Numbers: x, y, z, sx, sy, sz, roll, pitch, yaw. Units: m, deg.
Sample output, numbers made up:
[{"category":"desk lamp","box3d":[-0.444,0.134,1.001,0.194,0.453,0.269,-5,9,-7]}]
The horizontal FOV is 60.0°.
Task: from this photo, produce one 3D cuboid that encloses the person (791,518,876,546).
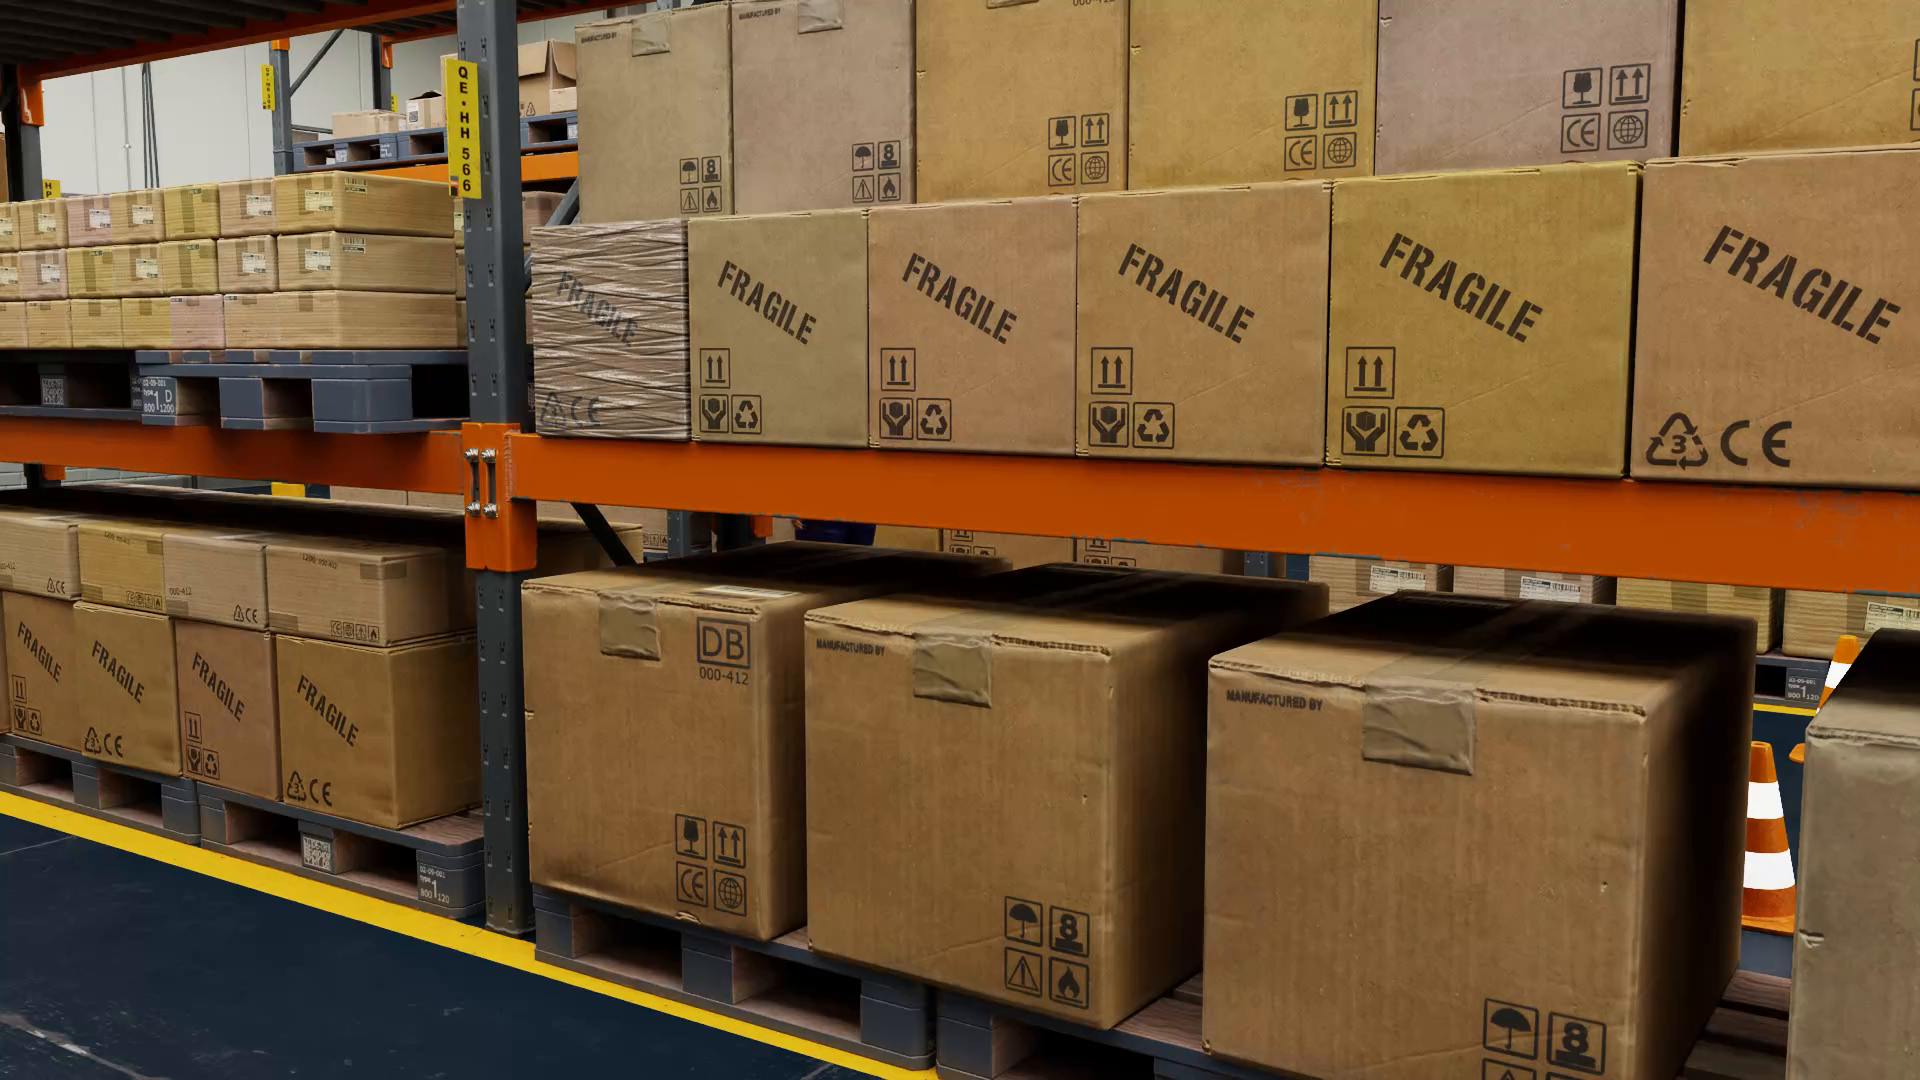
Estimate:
[{"category":"person","box3d":[-0.581,-0.192,7.744,0.368,1.652,0.558,4,8,32]}]
